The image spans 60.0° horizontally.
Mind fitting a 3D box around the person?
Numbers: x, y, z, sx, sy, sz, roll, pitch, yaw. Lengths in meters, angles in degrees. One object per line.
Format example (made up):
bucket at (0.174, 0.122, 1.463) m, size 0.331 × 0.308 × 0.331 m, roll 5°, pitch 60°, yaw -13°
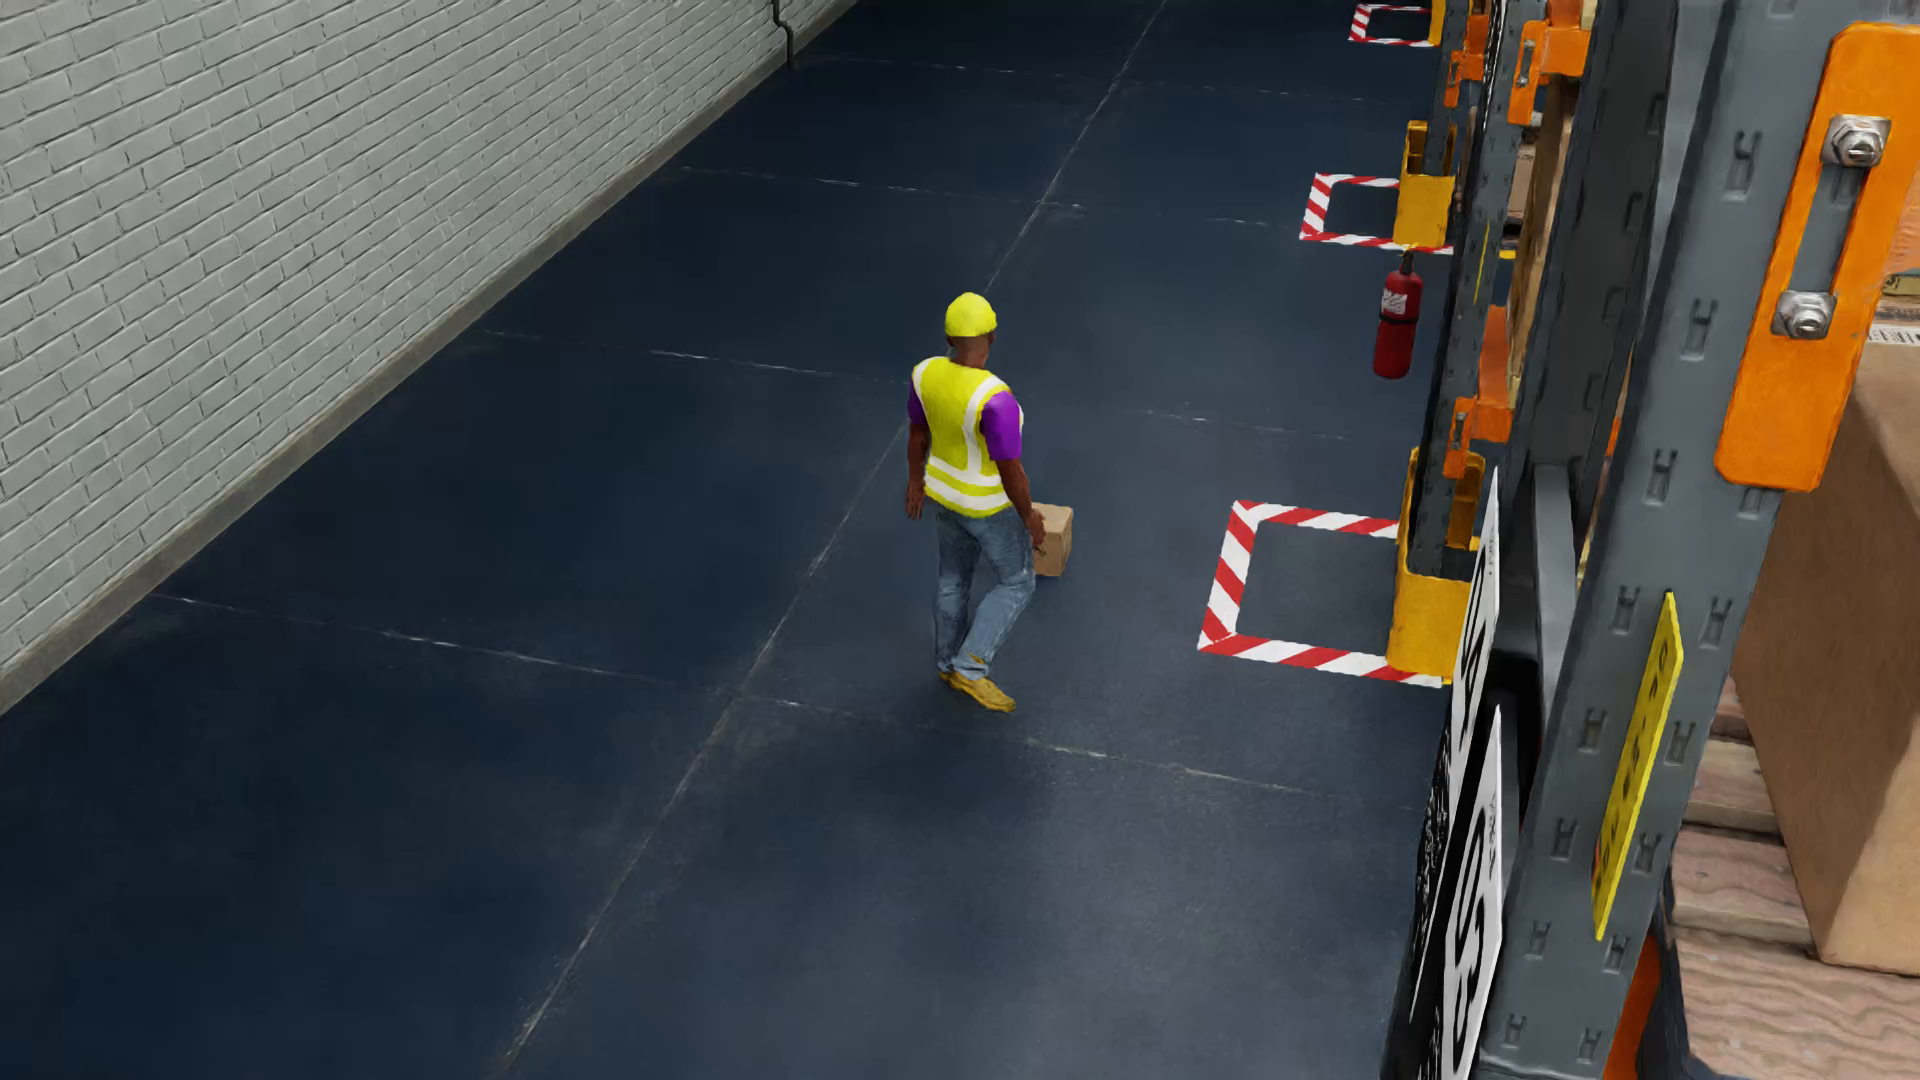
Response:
person at (0.048, -0.127, 6.816) m, size 0.448 × 1.723 × 0.729 m, roll -25°, pitch 40°, yaw -33°
